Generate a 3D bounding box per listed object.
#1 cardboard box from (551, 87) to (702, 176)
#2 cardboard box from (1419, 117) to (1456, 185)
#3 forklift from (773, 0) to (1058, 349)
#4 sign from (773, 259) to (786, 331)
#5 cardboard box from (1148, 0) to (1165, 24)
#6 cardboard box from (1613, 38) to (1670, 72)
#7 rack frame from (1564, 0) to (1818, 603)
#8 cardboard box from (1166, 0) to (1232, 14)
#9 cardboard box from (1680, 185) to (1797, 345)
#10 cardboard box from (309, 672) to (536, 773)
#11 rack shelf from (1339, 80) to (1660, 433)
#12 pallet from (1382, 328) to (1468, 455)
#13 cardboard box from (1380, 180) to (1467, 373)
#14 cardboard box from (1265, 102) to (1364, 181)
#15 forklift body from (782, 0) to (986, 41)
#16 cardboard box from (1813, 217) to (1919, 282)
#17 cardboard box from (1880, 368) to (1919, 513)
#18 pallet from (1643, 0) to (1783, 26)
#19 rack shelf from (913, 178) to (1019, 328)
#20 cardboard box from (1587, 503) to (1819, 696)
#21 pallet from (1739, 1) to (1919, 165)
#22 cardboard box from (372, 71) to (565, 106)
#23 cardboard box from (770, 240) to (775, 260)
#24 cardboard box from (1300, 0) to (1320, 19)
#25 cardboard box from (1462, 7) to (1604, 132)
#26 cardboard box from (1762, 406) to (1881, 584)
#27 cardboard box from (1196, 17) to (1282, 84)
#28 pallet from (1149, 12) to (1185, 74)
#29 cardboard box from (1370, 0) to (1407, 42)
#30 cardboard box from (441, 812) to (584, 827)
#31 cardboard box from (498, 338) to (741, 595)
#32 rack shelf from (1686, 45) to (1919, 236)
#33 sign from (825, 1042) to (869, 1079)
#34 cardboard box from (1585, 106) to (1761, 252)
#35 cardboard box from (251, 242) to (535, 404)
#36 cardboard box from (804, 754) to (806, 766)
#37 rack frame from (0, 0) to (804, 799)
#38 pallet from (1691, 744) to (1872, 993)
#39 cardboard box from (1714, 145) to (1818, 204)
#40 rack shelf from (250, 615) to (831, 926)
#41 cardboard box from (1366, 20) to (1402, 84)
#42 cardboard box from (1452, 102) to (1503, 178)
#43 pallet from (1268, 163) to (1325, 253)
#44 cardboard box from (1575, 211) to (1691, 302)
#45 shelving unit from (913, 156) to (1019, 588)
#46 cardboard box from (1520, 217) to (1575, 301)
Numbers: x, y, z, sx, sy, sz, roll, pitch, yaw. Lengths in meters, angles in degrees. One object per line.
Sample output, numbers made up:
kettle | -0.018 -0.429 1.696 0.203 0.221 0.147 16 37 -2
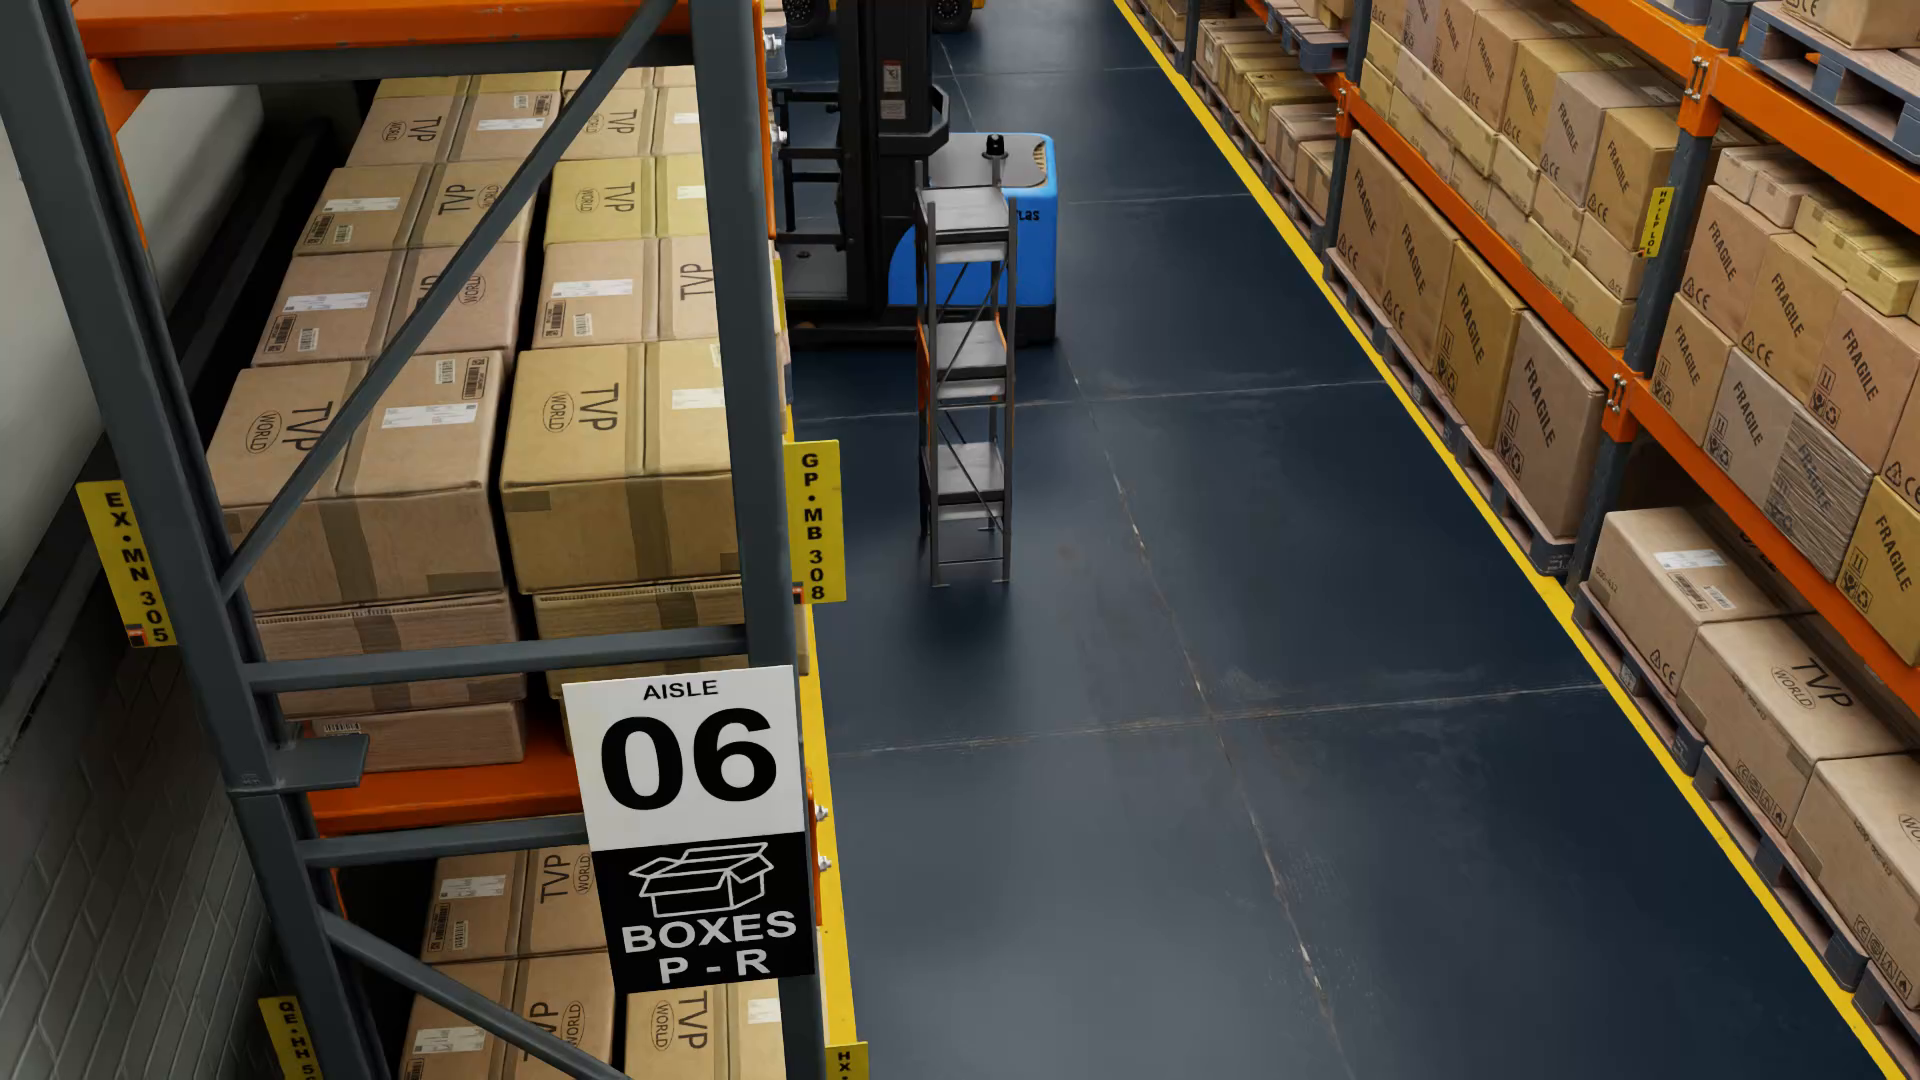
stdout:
cardboard box | -0.806 -1.005 4.452 0.500 0.250 0.500 -3 34 -5
cardboard box | 3.024 -2.293 9.713 0.500 0.250 0.500 -3 34 -5
forklift | -0.894 -2.735 10.290 3.031 2.935 1.130 1 34 1
sign | -0.787 -1.019 6.941 0.100 0.325 0.005 -4 35 -6
cardboard box | 2.091 -5.101 15.769 0.500 0.250 0.500 -5 35 -8
cardboard box | 3.659 -2.277 8.580 0.500 0.500 0.500 -5 35 -8
rack frame | 3.594 -0.994 7.673 1.000 3.000 0.127 -4 35 -6
cardboard box | 2.173 -5.115 15.123 0.500 0.500 0.500 -5 35 -7
cardboard box | 3.418 -1.164 6.947 0.500 0.500 0.500 -4 34 -6
cardboard box | -1.058 0.320 3.305 0.380 0.149 0.250 -3 34 -5
rack shelf | 3.325 -1.812 9.513 1.077 0.370 4.000 -4 35 -6
pallet | 3.249 -0.949 10.083 1.003 0.211 1.213 -4 35 -6
cardboard box | 3.183 -1.632 10.123 0.875 0.875 0.875 -4 34 -6
cardboard box | 2.883 -3.041 12.637 0.950 0.372 0.625 -5 35 -7
forklift body | -0.875 -6.041 15.834 2.313 2.155 1.214 -4 35 -6
cardboard box | 3.479 -1.096 6.270 0.380 0.149 0.250 -5 35 -7
cardboard box | 3.603 -0.313 5.698 0.500 0.500 0.500 -5 35 -7
pallet | 3.422 -2.662 7.628 0.805 0.209 1.217 -6 35 -8
rack shelf | 0.022 -1.342 7.765 0.431 0.518 0.480 -4 35 -6
cardboard box | 3.572 0.250 7.750 0.875 0.438 0.875 -5 35 -7
pallet | 3.694 -1.739 6.182 1.003 0.211 1.213 -4 35 -6
cardboard box | -1.386 -1.254 4.816 0.500 0.250 0.500 -5 35 -7
cardboard box | -1.167 -1.117 7.393 0.700 0.500 0.500 -4 34 -5
cardboard box | 2.593 -3.742 11.556 0.380 0.149 0.250 -5 35 -7
cardboard box | 3.075 -2.539 8.964 0.500 0.500 0.500 -4 34 -6
cardboard box | 3.522 -0.194 6.411 0.500 0.500 0.500 -4 34 -6
cardboard box | 2.591 -4.253 14.417 0.950 0.372 0.625 -4 34 -6
pallet | 2.393 -4.678 15.555 1.003 0.211 1.213 -4 35 -6
cardboard box | 2.880 -3.387 10.208 0.500 0.500 0.500 -5 35 -8
cardboard box | -1.241 0.754 4.977 0.500 0.250 0.500 -3 34 -5
cardboard box | -0.597 -0.157 3.207 0.500 0.250 0.500 -5 35 -7
rack shelf | 3.863 -0.820 5.393 1.077 0.370 4.000 -4 35 -6
sign | -0.248 1.218 3.660 0.100 0.325 0.005 -4 35 -6
cardboard box | 3.285 -1.678 7.701 0.500 0.500 0.500 -3 34 -5
cardboard box | -1.191 -0.408 3.575 0.500 0.250 0.500 -5 35 -8
cardboard box | -0.719 0.718 5.031 0.500 0.250 0.500 -5 35 -7
rack frame | -0.786 -0.863 2.154 1.000 3.000 0.127 -4 35 -6
pallet | 3.786 1.271 6.826 1.003 0.211 1.213 -4 35 -6
cardboard box | 3.380 -1.520 6.893 0.380 0.149 0.250 -5 35 -7
rack shelf | -1.055 -0.442 4.839 1.077 0.370 4.000 -4 35 -6
cardboard box | 2.880 -3.069 10.408 0.500 0.250 0.500 -5 35 -7
cardboard box | 3.058 -2.217 9.158 0.500 0.250 0.500 -4 34 -6
pallet | 2.953 -2.510 12.374 1.003 0.211 1.213 -4 35 -6
cardboard box | 3.294 -1.366 7.909 0.500 0.250 0.500 -4 35 -6
shelving unit | 0.022 -0.775 8.152 0.431 2.100 0.503 -4 35 -6
cardboard box | 3.217 -1.447 8.472 0.500 0.250 0.500 -5 35 -7
